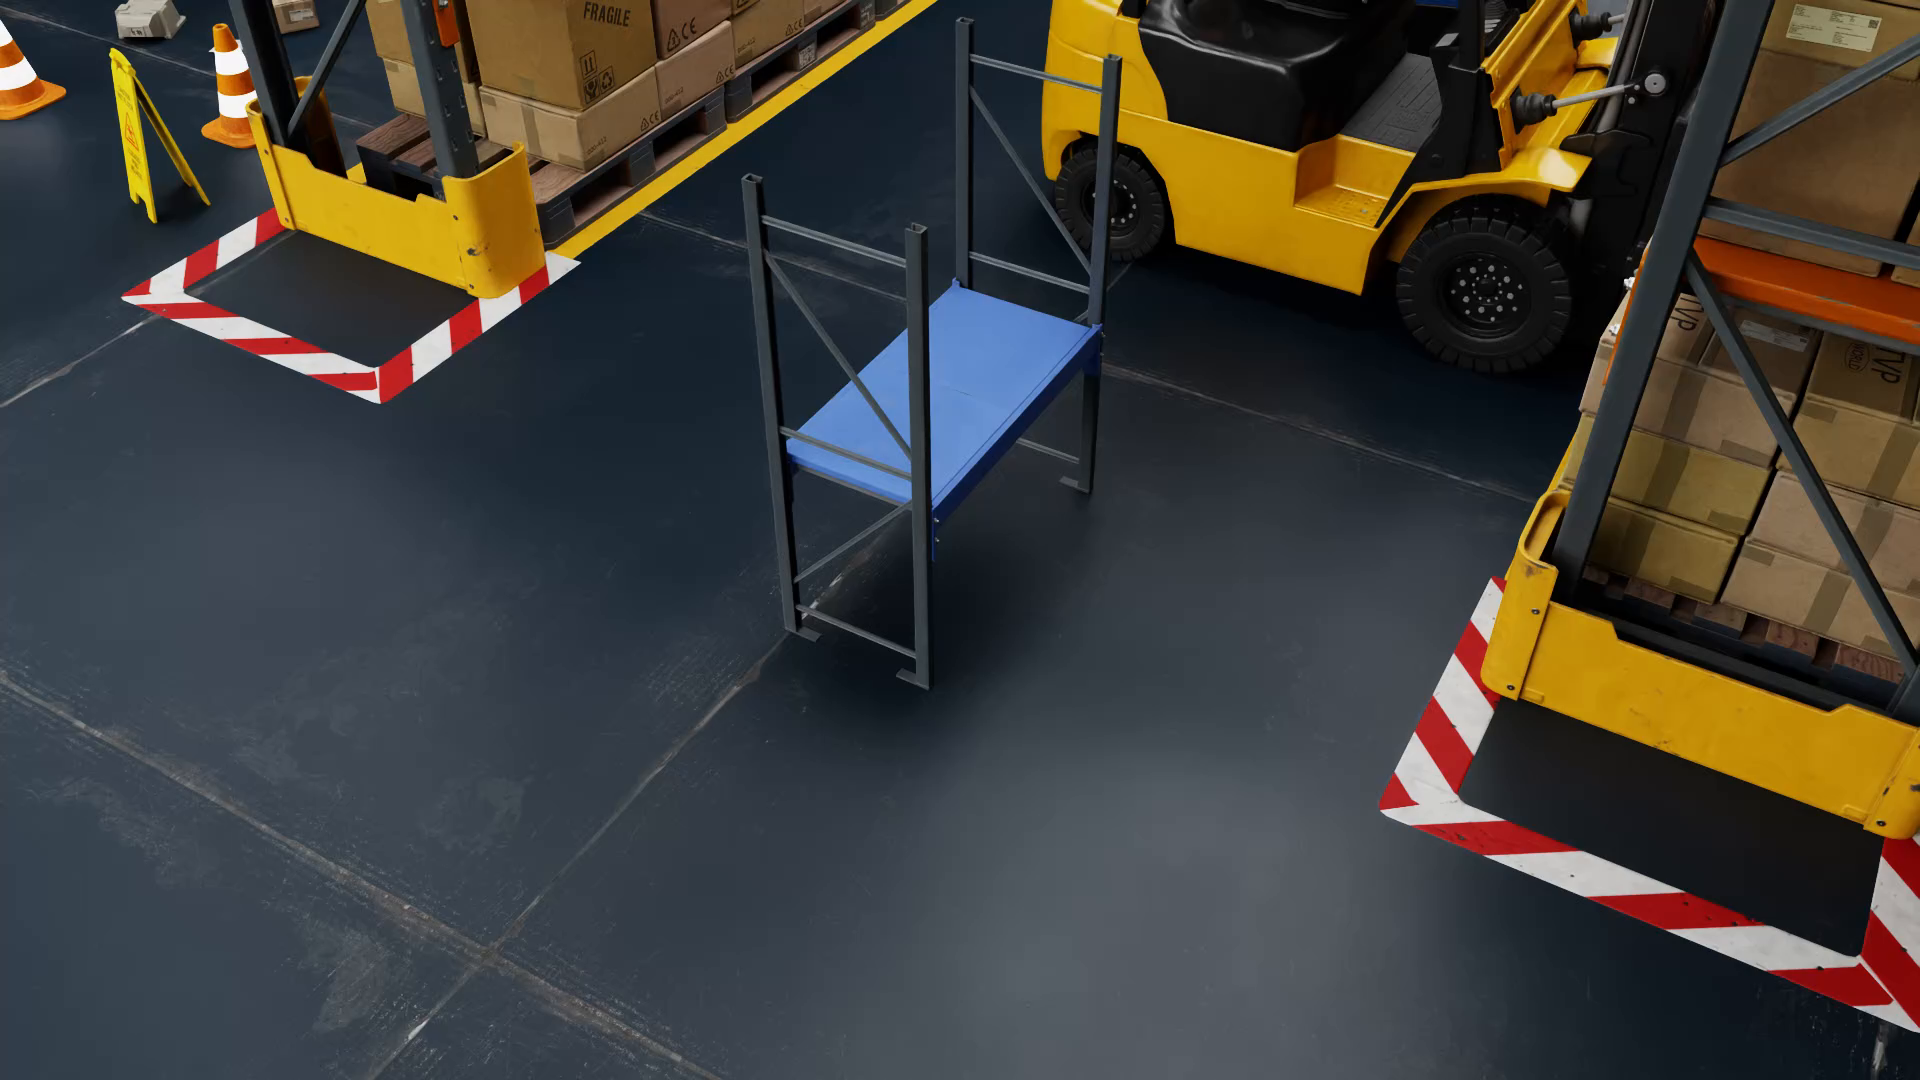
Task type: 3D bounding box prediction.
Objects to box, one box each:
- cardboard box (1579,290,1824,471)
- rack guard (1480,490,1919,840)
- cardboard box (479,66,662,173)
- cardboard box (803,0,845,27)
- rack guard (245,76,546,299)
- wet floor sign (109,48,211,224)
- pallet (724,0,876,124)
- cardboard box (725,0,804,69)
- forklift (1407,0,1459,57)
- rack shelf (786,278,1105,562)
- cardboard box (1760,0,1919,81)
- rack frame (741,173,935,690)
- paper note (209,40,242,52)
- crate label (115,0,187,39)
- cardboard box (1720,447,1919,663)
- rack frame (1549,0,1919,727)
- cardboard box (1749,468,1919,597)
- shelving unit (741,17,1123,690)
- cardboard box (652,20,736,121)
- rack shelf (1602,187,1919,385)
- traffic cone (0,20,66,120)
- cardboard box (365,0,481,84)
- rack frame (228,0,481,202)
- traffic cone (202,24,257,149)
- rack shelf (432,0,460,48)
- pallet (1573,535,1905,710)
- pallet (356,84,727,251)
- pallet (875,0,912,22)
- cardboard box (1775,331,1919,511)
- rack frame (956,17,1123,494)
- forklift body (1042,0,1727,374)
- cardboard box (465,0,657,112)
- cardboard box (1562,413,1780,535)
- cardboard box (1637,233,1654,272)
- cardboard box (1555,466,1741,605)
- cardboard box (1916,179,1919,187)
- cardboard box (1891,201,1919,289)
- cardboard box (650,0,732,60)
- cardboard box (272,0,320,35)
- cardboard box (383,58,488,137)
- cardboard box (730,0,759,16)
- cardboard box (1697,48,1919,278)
[{"bbox_3d":[2.043,-0.497,4.551,0.500,0.250,0.500,22,46,23],"label":"cardboard box"},{"bbox_3d":[2.070,0.322,4.506,1.175,0.500,0.348,21,45,22],"label":"rack guard"},{"bbox_3d":[-1.574,-1.765,6.747,0.500,0.250,0.500,21,45,22],"label":"cardboard box"},{"bbox_3d":[-0.795,-2.659,7.762,0.500,0.250,0.500,22,46,23],"label":"cardboard box"},{"bbox_3d":[-2.179,-1.374,6.432,1.175,0.500,0.348,21,45,22],"label":"rack guard"},{"bbox_3d":[-3.239,-1.630,6.613,0.232,0.644,0.267,-29,49,-29],"label":"wet floor sign"},{"bbox_3d":[-1.131,-2.414,7.832,1.003,0.211,1.213,21,45,22],"label":"pallet"},{"bbox_3d":[-1.050,-2.371,7.435,0.500,0.250,0.500,24,47,25],"label":"cardboard box"},{"bbox_3d":[2.332,-4.278,7.891,1.130,2.935,3.031,9,42,10],"label":"forklift"},{"bbox_3d":[-0.043,-0.379,4.818,0.538,0.185,1.000,21,45,22],"label":"rack shelf"},{"bbox_3d":[2.013,-1.201,3.778,0.380,0.149,0.250,22,46,23],"label":"cardboard box"},{"bbox_3d":[-0.297,-0.223,4.369,0.500,1.500,0.032,21,45,22],"label":"rack frame"},{"bbox_3d":[-3.468,-2.354,7.900,0.148,0.019,0.142,7,42,8],"label":"paper note"},{"bbox_3d":[-3.910,-2.510,7.997,0.250,0.136,0.298,0,41,0],"label":"crate label"},{"bbox_3d":[2.497,0.029,4.711,0.500,0.250,0.500,21,46,22],"label":"cardboard box"},{"bbox_3d":[2.082,-0.629,3.695,1.000,3.000,0.127,21,45,22],"label":"rack frame"},{"bbox_3d":[2.497,-0.143,4.527,0.500,0.250,0.500,22,46,23],"label":"cardboard box"},{"bbox_3d":[-0.043,-0.514,4.699,0.538,1.500,1.048,21,45,22],"label":"shelving unit"},{"bbox_3d":[-1.312,-2.054,7.076,0.500,0.250,0.500,23,46,24],"label":"cardboard box"},{"bbox_3d":[3.083,-1.504,5.232,1.077,0.370,4.000,21,45,22],"label":"rack shelf"},{"bbox_3d":[-4.250,-2.162,7.355,0.336,0.463,0.334,21,45,22],"label":"traffic cone"},{"bbox_3d":[-2.042,-2.221,6.697,0.500,0.500,0.500,21,46,22],"label":"cardboard box"},{"bbox_3d":[-2.217,-2.269,5.557,1.000,3.000,0.127,21,45,22],"label":"rack frame"},{"bbox_3d":[-3.119,-1.989,7.159,0.336,0.463,0.334,21,45,22],"label":"traffic cone"},{"bbox_3d":[-1.216,-3.143,7.094,1.077,0.370,4.000,21,45,22],"label":"rack shelf"},{"bbox_3d":[2.429,-0.034,5.129,1.003,0.211,1.213,21,45,22],"label":"pallet"},{"bbox_3d":[-1.742,-1.719,7.042,1.003,0.211,1.213,21,45,22],"label":"pallet"},{"bbox_3d":[-0.521,-3.115,8.628,1.003,0.211,1.213,21,45,22],"label":"pallet"},{"bbox_3d":[2.487,-0.343,4.376,0.500,0.250,0.500,20,45,21],"label":"cardboard box"},{"bbox_3d":[0.212,-0.805,5.029,0.500,1.500,0.032,21,45,22],"label":"rack frame"},{"bbox_3d":[1.452,-1.999,5.893,2.313,2.155,1.214,21,45,22],"label":"forklift body"},{"bbox_3d":[-1.563,-2.060,6.515,0.500,0.500,0.500,19,45,21],"label":"cardboard box"},{"bbox_3d":[2.055,-0.325,4.733,0.500,0.250,0.500,20,45,22],"label":"cardboard box"},{"bbox_3d":[2.293,-0.791,4.885,0.500,0.250,0.500,22,46,23],"label":"cardboard box"},{"bbox_3d":[2.044,-0.128,4.889,0.500,0.250,0.500,21,46,22],"label":"cardboard box"},{"bbox_3d":[2.812,-1.164,4.226,0.500,0.500,0.500,22,46,23],"label":"cardboard box"},{"bbox_3d":[2.571,-0.858,3.880,0.500,0.500,0.500,22,46,23],"label":"cardboard box"},{"bbox_3d":[-1.305,-2.360,6.856,0.500,0.500,0.500,19,45,21],"label":"cardboard box"},{"bbox_3d":[-3.311,-2.617,8.109,0.250,0.149,0.380,-21,45,-22],"label":"cardboard box"},{"bbox_3d":[-2.034,-1.960,6.969,0.500,0.250,0.500,21,45,22],"label":"cardboard box"},{"bbox_3d":[-1.047,-2.645,7.179,0.500,0.500,0.500,22,46,23],"label":"cardboard box"},{"bbox_3d":[2.101,-1.035,4.080,0.500,0.500,0.500,20,45,21],"label":"cardboard box"}]
